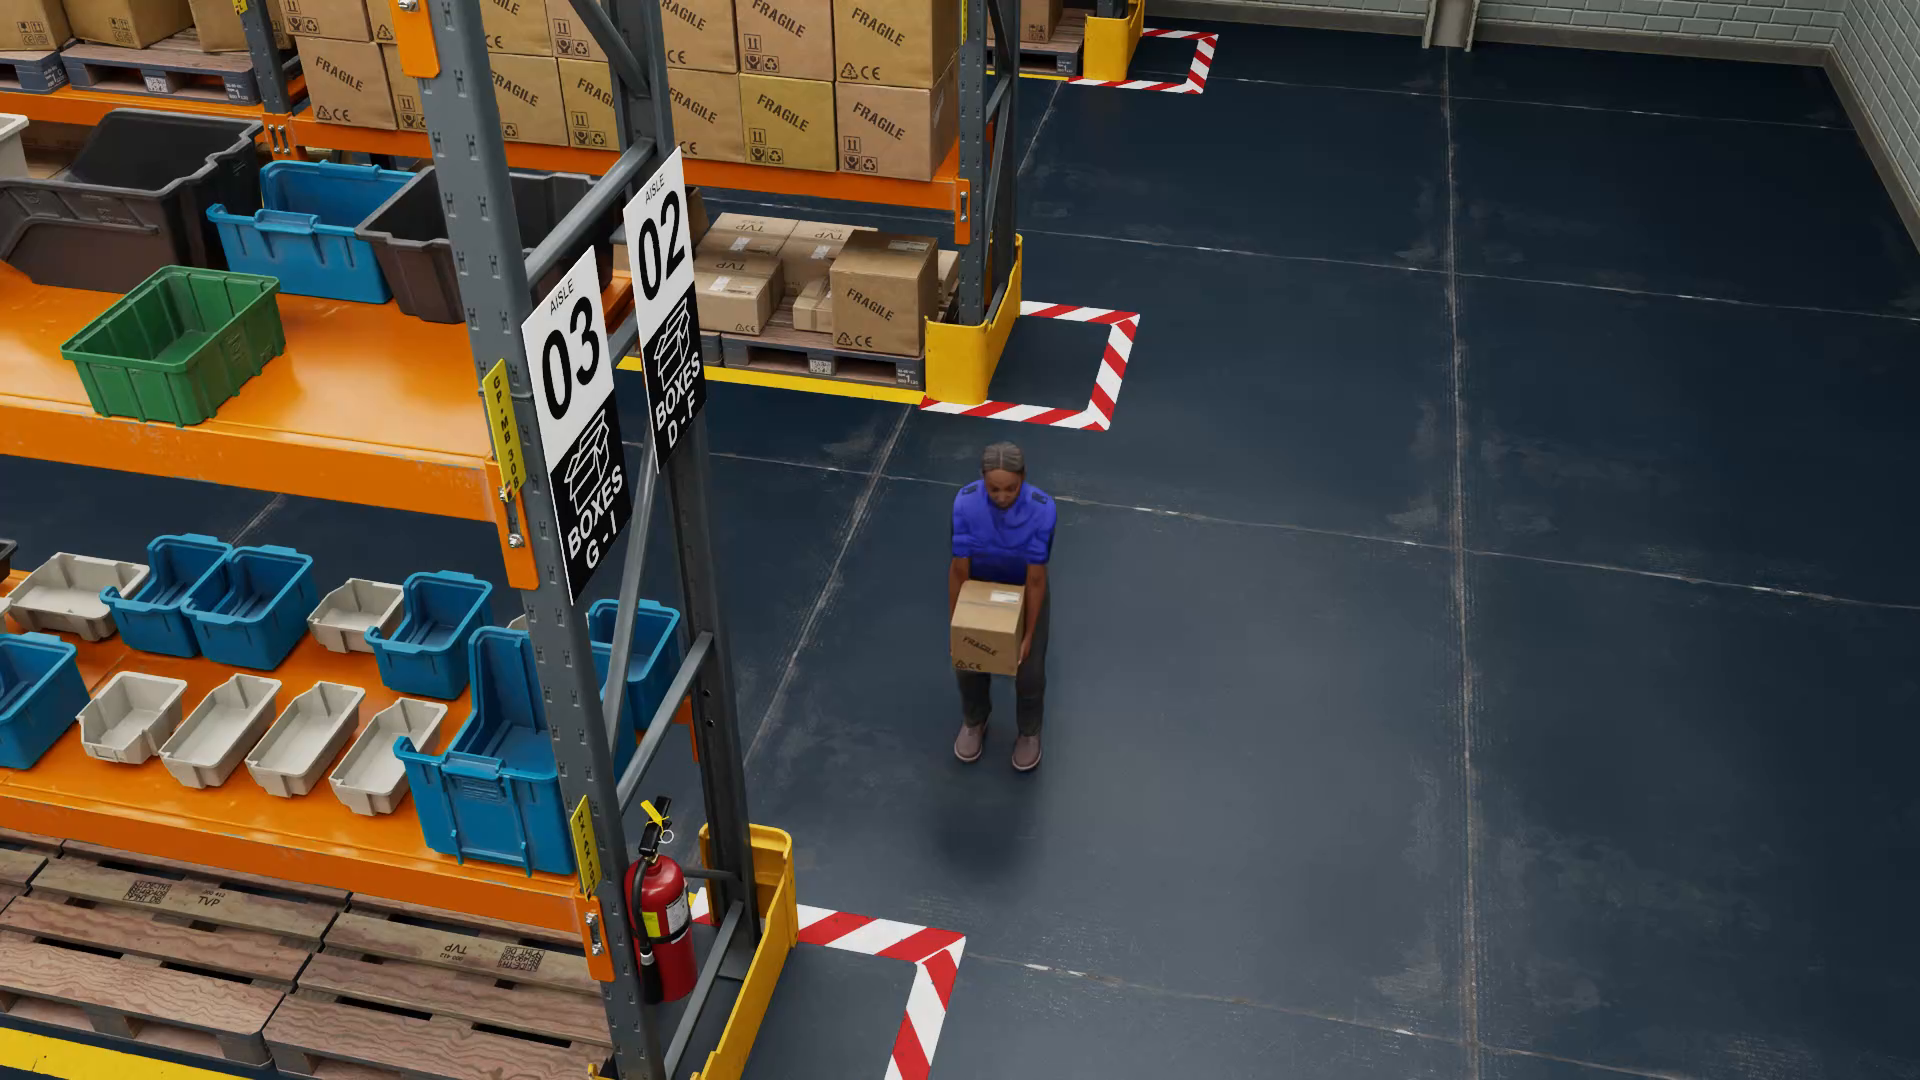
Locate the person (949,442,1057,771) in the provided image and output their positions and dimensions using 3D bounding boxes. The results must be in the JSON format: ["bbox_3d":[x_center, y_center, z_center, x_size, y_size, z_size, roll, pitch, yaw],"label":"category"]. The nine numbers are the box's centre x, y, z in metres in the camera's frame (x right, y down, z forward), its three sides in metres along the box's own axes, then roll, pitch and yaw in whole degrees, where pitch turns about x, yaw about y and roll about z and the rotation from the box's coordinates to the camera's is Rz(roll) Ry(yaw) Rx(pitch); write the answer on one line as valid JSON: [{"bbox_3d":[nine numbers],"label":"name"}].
[{"bbox_3d":[0.163,0.278,6.621,0.410,1.637,0.538,7,37,9],"label":"person"}]
